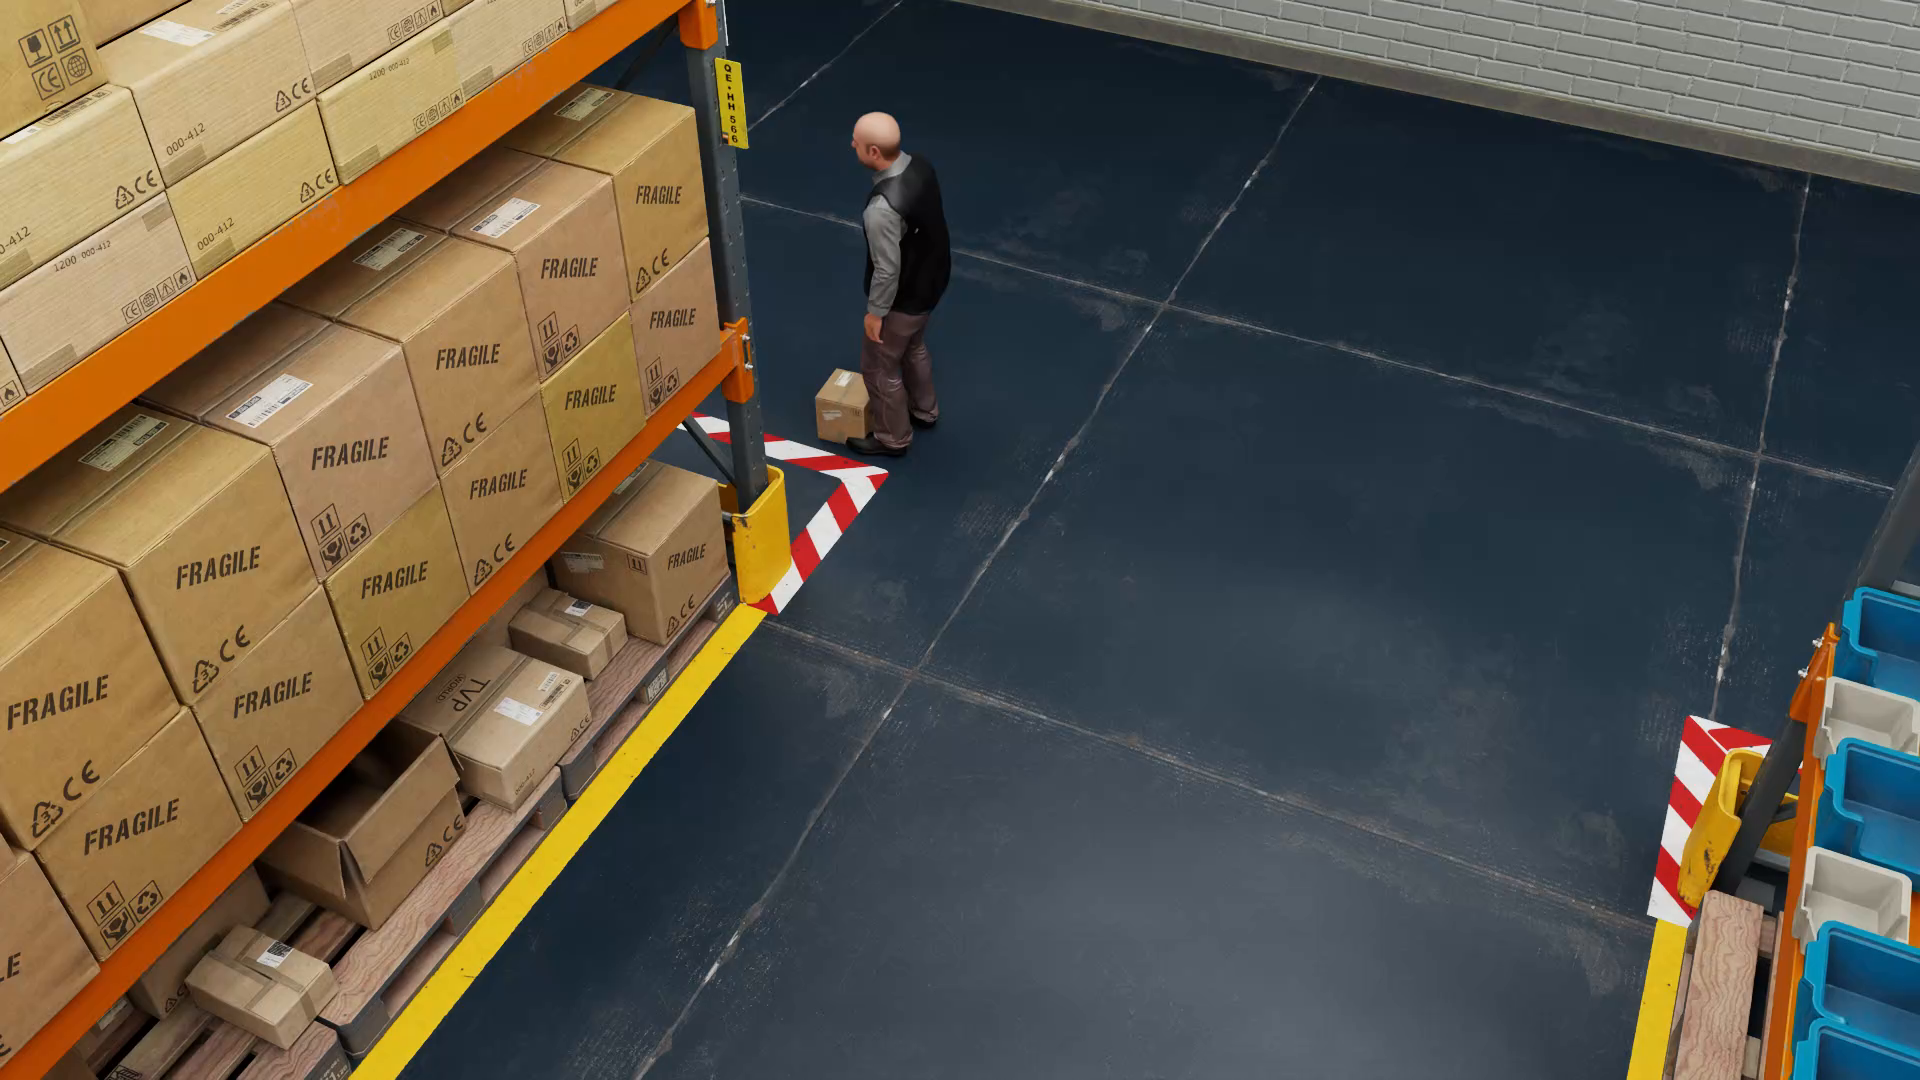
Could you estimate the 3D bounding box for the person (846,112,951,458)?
[{"bbox_3d":[-0.285,-1.116,7.431,0.475,1.719,0.582,13,43,15],"label":"person"}]
